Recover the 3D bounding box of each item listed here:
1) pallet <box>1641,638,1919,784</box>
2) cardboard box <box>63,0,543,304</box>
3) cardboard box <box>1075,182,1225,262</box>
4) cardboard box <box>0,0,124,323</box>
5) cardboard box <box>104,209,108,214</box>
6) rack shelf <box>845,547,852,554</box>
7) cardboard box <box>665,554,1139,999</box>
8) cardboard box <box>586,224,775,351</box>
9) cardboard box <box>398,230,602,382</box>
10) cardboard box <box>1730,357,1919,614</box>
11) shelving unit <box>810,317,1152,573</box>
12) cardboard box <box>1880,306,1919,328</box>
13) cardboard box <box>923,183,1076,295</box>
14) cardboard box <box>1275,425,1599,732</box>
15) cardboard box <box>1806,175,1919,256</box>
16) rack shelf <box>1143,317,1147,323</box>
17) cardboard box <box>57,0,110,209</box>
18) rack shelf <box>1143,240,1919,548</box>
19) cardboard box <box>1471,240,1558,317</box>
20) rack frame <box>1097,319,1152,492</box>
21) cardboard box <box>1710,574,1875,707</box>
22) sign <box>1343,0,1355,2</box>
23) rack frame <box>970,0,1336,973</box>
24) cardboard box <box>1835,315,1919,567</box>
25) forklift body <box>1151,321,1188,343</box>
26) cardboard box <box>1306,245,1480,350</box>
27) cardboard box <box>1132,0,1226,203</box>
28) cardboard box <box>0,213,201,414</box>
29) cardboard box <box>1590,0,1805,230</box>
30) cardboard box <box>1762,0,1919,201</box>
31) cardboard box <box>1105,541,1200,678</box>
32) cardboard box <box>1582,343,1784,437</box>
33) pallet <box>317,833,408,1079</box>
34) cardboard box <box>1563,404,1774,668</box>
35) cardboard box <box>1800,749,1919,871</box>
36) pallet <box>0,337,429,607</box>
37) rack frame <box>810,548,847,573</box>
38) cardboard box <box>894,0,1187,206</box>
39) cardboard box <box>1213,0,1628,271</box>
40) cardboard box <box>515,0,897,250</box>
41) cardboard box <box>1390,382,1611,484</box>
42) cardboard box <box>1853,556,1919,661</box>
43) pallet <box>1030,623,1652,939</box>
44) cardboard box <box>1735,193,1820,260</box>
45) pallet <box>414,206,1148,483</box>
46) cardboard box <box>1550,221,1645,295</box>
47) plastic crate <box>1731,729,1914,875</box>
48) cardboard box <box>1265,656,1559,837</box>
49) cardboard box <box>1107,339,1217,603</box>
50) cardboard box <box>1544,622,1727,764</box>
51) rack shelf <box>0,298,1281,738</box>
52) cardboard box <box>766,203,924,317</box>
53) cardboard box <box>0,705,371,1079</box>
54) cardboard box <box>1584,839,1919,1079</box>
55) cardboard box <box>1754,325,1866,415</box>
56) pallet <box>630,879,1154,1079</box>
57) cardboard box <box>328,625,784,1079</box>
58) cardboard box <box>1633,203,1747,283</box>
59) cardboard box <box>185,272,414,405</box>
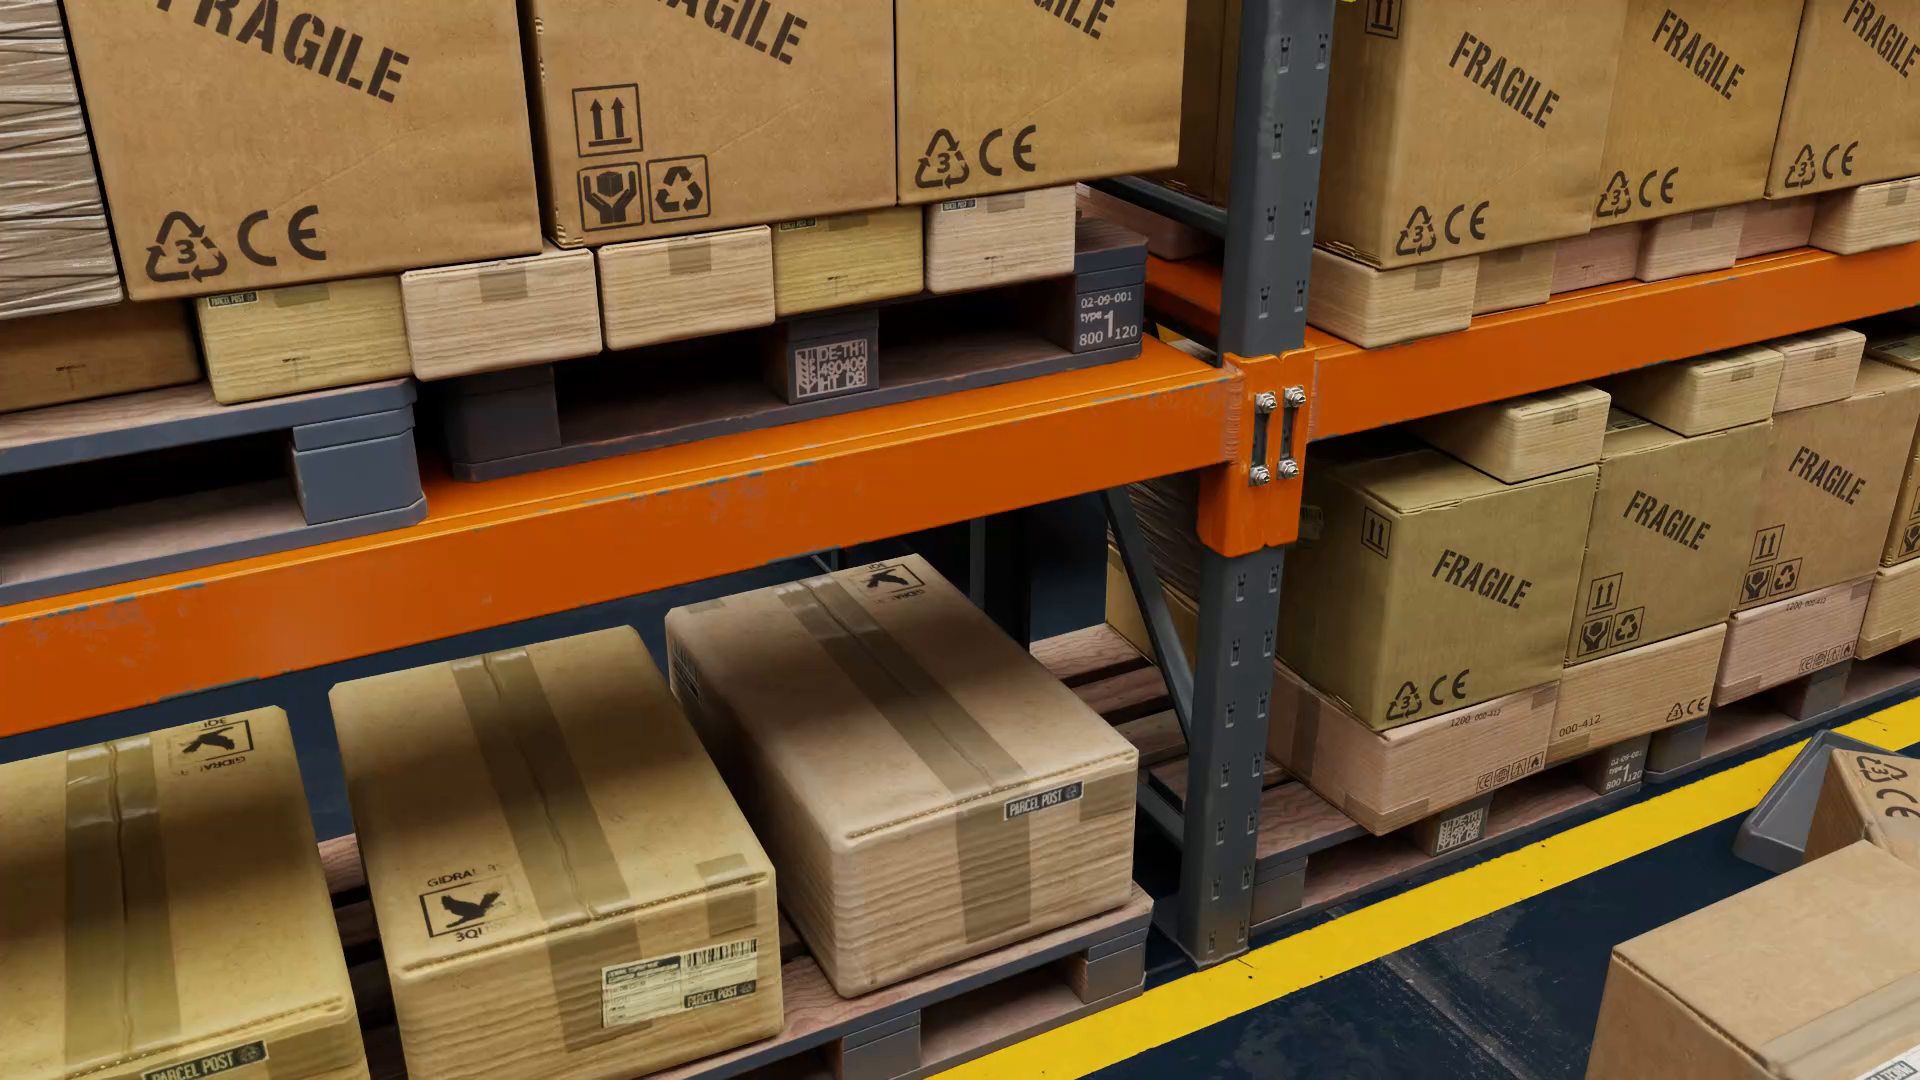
[{"bbox_3d":[1.964,0.187,4.617,1.213,0.211,1.003,-13,29,-25],"label":"pallet"},{"bbox_3d":[-0.885,-0.652,2.199,0.500,0.500,0.500,-12,28,-23],"label":"cardboard box"},{"bbox_3d":[0.450,-0.739,3.613,0.250,0.149,0.380,-13,29,-26],"label":"cardboard box"},{"bbox_3d":[-1.347,-0.545,1.976,0.500,0.500,0.500,-14,29,-27],"label":"cardboard box"},{"bbox_3d":[-1.490,-0.499,2.629,0.250,0.149,0.380,-12,28,-23],"label":"cardboard box"},{"bbox_3d":[-0.006,-0.285,5.109,1.000,0.278,0.538,-13,29,-25],"label":"rack shelf"},{"bbox_3d":[-0.152,0.433,3.433,0.625,0.372,0.950,-13,28,-24],"label":"cardboard box"},{"bbox_3d":[-0.466,-0.423,2.470,0.250,0.149,0.380,-14,29,-26],"label":"cardboard box"},{"bbox_3d":[-0.689,-0.369,2.359,0.250,0.149,0.380,-13,28,-25],"label":"cardboard box"},{"bbox_3d":[1.883,-0.193,4.012,0.500,0.500,0.500,-11,28,-22],"label":"cardboard box"},{"bbox_3d":[-0.006,-0.506,5.004,1.048,1.125,0.538,-13,29,-25],"label":"shelving unit"},{"bbox_3d":[2.506,-0.599,4.107,0.250,0.149,0.380,-12,28,-23],"label":"cardboard box"},{"bbox_3d":[-0.014,-0.536,2.705,0.250,0.149,0.380,-13,28,-24],"label":"cardboard box"},{"bbox_3d":[0.958,0.025,3.557,0.500,0.500,0.500,-12,28,-23],"label":"cardboard box"},{"bbox_3d":[1.872,-0.755,3.648,0.250,0.149,0.380,-13,28,-25],"label":"cardboard box"},{"bbox_3d":[-0.006,-0.770,4.877,1.000,0.278,0.538,-13,29,-25],"label":"rack shelf"},{"bbox_3d":[-1.571,-0.746,2.394,0.500,0.500,0.500,-14,29,-27],"label":"cardboard box"},{"bbox_3d":[2.075,-0.753,4.184,4.000,0.370,1.077,-13,29,-25],"label":"rack shelf"},{"bbox_3d":[0.937,-0.570,3.261,0.250,0.149,0.380,-12,28,-24],"label":"cardboard box"},{"bbox_3d":[0.443,-0.609,5.219,0.032,1.125,0.500,-13,29,-25],"label":"rack frame"},{"bbox_3d":[1.890,0.141,4.182,0.500,0.250,0.500,-13,29,-26],"label":"cardboard box"},{"bbox_3d":[0.574,-0.981,2.489,0.005,0.325,0.100,-13,29,-25],"label":"sign"},{"bbox_3d":[0.310,-0.670,3.180,0.127,3.000,1.000,-13,29,-25],"label":"rack frame"},{"bbox_3d":[2.348,-0.302,4.239,0.500,0.500,0.500,-14,29,-26],"label":"cardboard box"},{"bbox_3d":[0.686,-1.914,6.751,1.214,2.155,2.313,-13,29,-25],"label":"forklift body"},{"bbox_3d":[0.739,-0.498,3.113,0.250,0.149,0.380,-13,29,-25],"label":"cardboard box"},{"bbox_3d":[0.585,-1.035,3.480,0.500,0.500,0.500,-14,29,-26],"label":"cardboard box"},{"bbox_3d":[-1.202,-0.319,2.254,0.250,0.149,0.380,-14,29,-27],"label":"cardboard box"},{"bbox_3d":[1.261,-0.943,3.290,0.500,0.500,0.500,-13,29,-25],"label":"cardboard box"},{"bbox_3d":[1.710,-1.041,3.493,0.500,0.500,0.500,-13,29,-26],"label":"cardboard box"},{"bbox_3d":[0.705,0.157,4.149,0.500,0.250,0.500,-12,28,-23],"label":"cardboard box"},{"bbox_3d":[1.549,-0.375,3.641,0.250,0.149,0.380,-12,28,-23],"label":"cardboard box"},{"bbox_3d":[-1.454,0.996,2.931,1.213,0.211,1.003,-13,29,-25],"label":"pallet"},{"bbox_3d":[1.424,-0.088,3.794,0.500,0.500,0.500,-12,28,-23],"label":"cardboard box"},{"bbox_3d":[1.896,0.757,3.092,0.500,0.500,0.500,5,26,11],"label":"cardboard box"},{"bbox_3d":[-1.492,-0.188,2.397,1.213,0.211,1.003,-13,29,-25],"label":"pallet"},{"bbox_3d":[-0.455,-0.402,4.788,0.032,1.125,0.500,-13,29,-25],"label":"rack frame"},{"bbox_3d":[0.010,-0.857,2.624,0.500,0.500,0.500,-14,29,-26],"label":"cardboard box"},{"bbox_3d":[0.829,-0.832,3.059,0.500,0.500,0.500,-13,29,-25],"label":"cardboard box"},{"bbox_3d":[-0.427,-0.755,2.413,0.500,0.500,0.500,-13,28,-25],"label":"cardboard box"},{"bbox_3d":[1.096,-0.270,3.422,0.250,0.149,0.380,-13,28,-24],"label":"cardboard box"},{"bbox_3d":[2.333,0.044,4.384,0.500,0.250,0.500,-14,29,-27],"label":"cardboard box"},{"bbox_3d":[0.886,0.437,4.096,1.213,0.211,1.003,-13,29,-25],"label":"pallet"},{"bbox_3d":[1.612,-0.739,3.613,0.250,0.149,0.380,-13,29,-25],"label":"cardboard box"},{"bbox_3d":[-0.433,-0.483,3.013,1.213,0.211,1.003,-13,29,-25],"label":"pallet"},{"bbox_3d":[1.157,-0.635,3.398,0.250,0.149,0.380,-13,29,-25],"label":"cardboard box"},{"bbox_3d":[2.081,0.640,3.825,0.402,0.080,0.583,21,33,37],"label":"plastic crate"},{"bbox_3d":[0.958,0.363,3.719,0.500,0.250,0.500,-14,29,-27],"label":"cardboard box"},{"bbox_3d":[0.706,-0.181,3.986,0.500,0.500,0.500,-13,29,-26],"label":"cardboard box"},{"bbox_3d":[1.423,0.250,3.955,0.500,0.250,0.500,-11,28,-22],"label":"cardboard box"},{"bbox_3d":[-1.455,0.062,2.487,4.000,0.370,1.077,-13,29,-25],"label":"rack shelf"},{"bbox_3d":[-0.255,-0.489,2.607,0.250,0.149,0.380,-14,29,-27],"label":"cardboard box"},{"bbox_3d":[-1.397,0.723,2.829,0.625,0.372,0.950,-12,28,-23],"label":"cardboard box"},{"bbox_3d":[1.174,0.789,2.154,0.500,0.500,0.500,-13,29,-25],"label":"cardboard box"},{"bbox_3d":[1.785,-0.431,3.758,0.250,0.149,0.380,-11,28,-22],"label":"cardboard box"},{"bbox_3d":[-0.376,0.746,3.452,1.213,0.211,1.003,-13,29,-25],"label":"pallet"},{"bbox_3d":[-0.784,0.581,3.125,0.625,0.372,0.950,-11,28,-22],"label":"cardboard box"},{"bbox_3d":[1.392,-0.672,3.475,0.250,0.149,0.380,-12,28,-24],"label":"cardboard box"},{"bbox_3d":[-0.921,-0.333,2.284,0.250,0.149,0.380,-13,29,-25],"label":"cardboard box"}]
